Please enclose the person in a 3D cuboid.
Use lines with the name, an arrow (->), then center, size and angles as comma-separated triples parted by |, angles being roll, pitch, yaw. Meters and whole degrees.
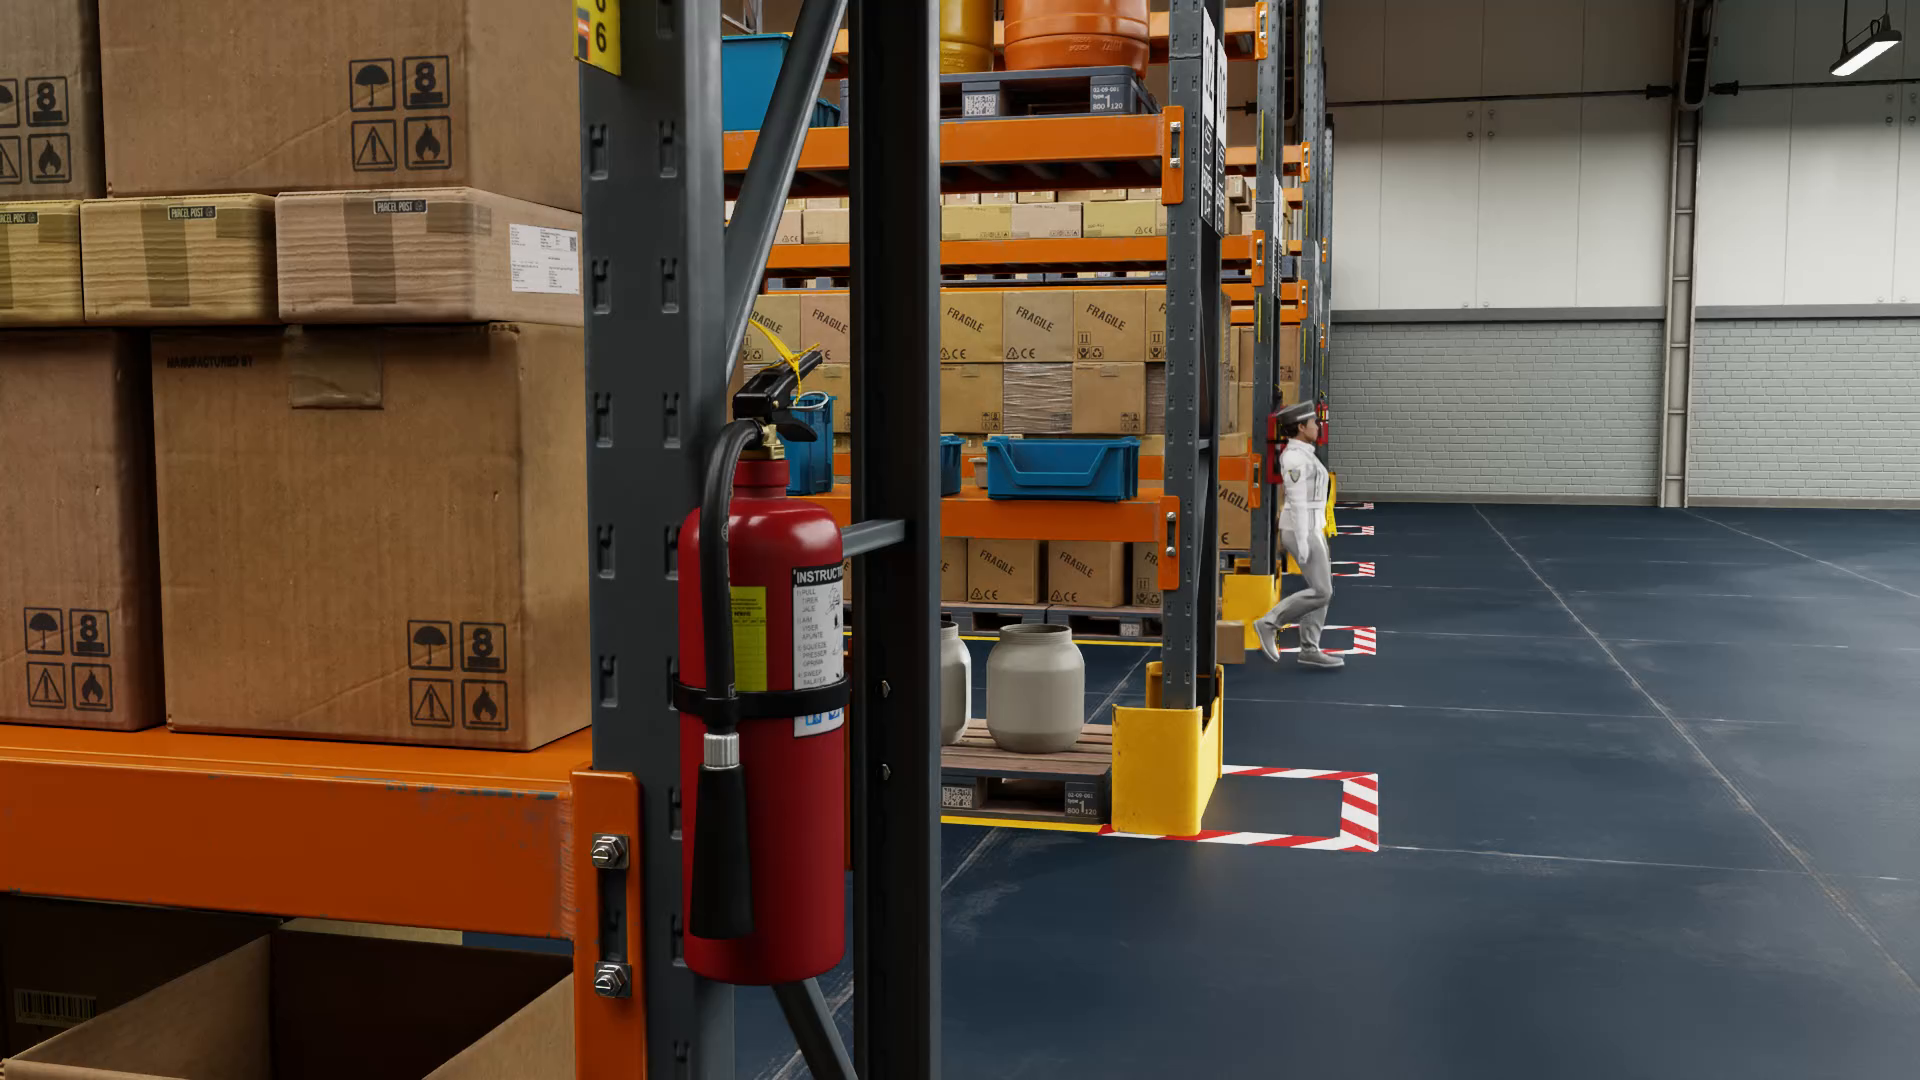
person -> 2.140, -0.043, 10.380 | 0.536, 1.669, 0.503 | 2, 5, 18
